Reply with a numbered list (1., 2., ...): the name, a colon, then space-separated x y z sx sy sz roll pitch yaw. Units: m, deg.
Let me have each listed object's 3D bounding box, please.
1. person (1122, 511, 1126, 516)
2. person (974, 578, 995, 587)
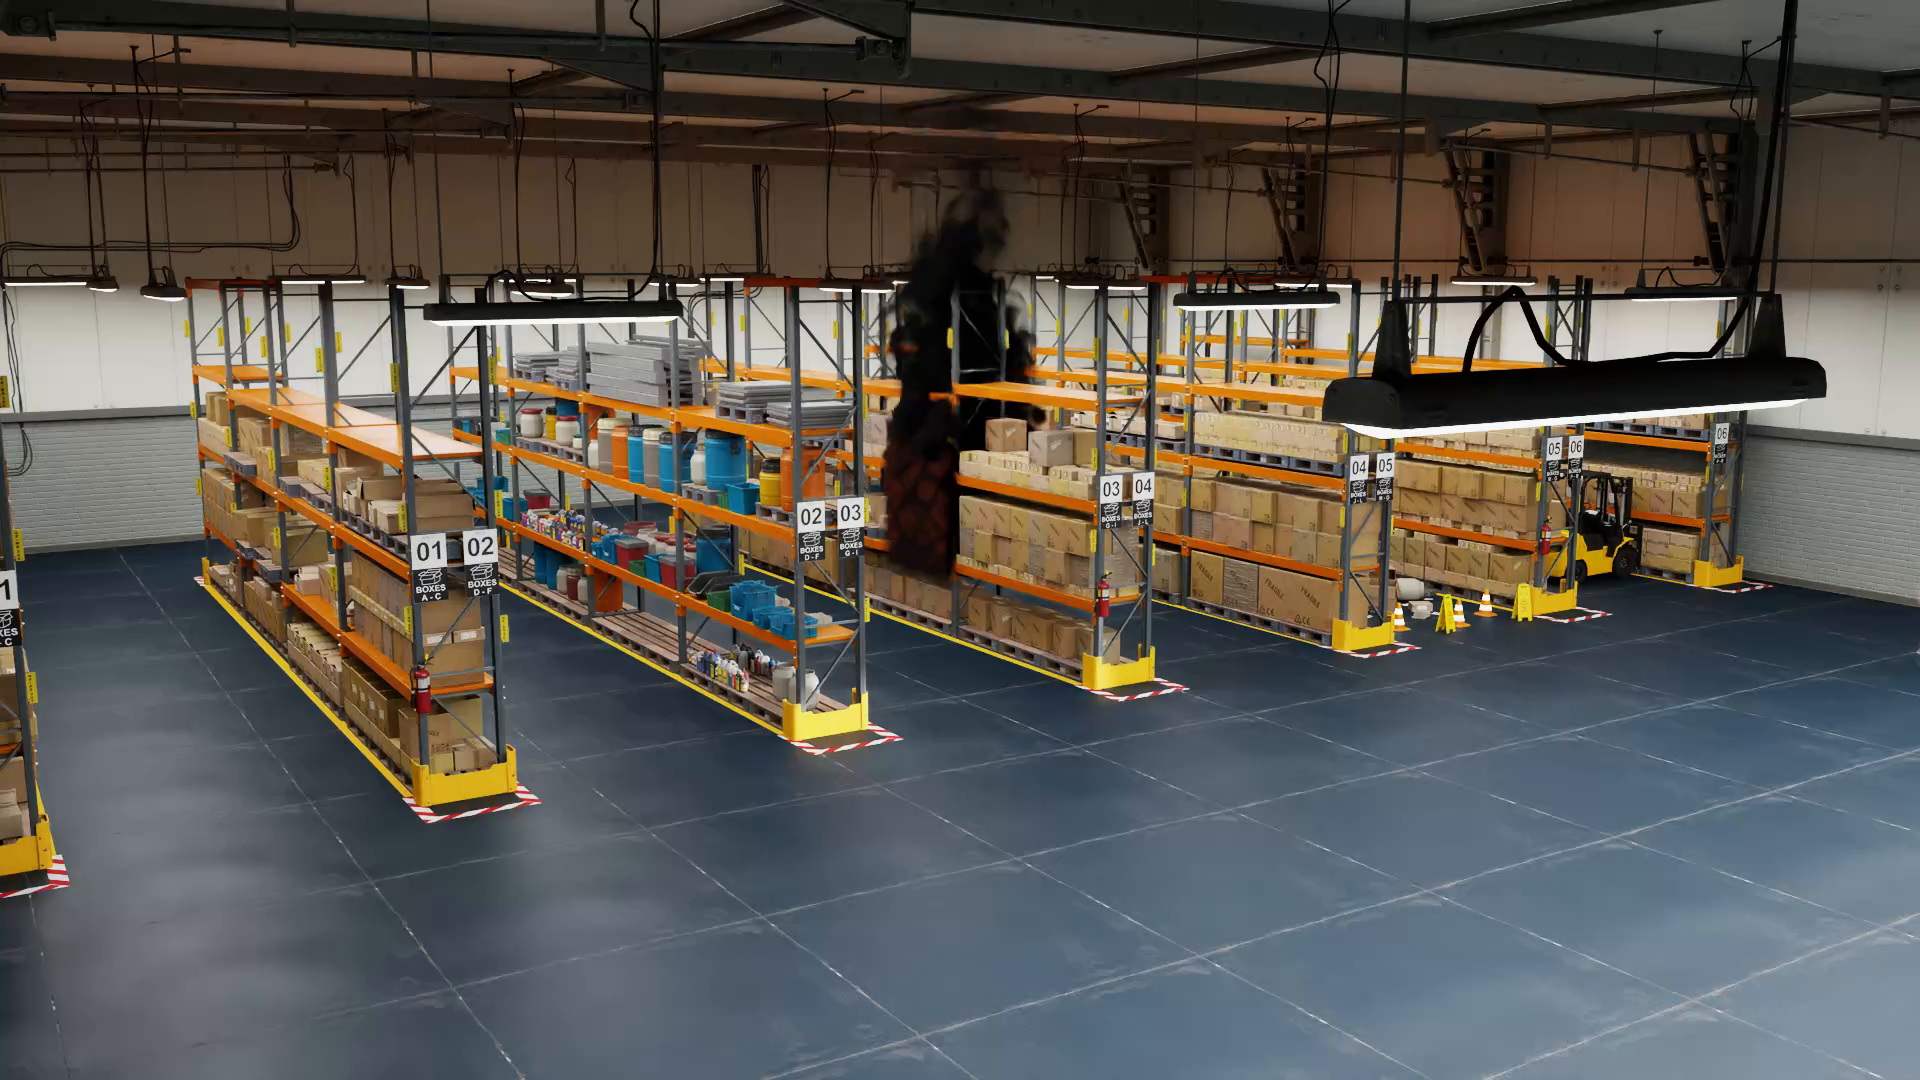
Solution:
1. person: 2.874 0.040 30.757 0.697 1.757 0.703 -8 12 -40
2. person: 0.491 -0.029 31.519 0.672 1.840 0.723 -6 11 -33
